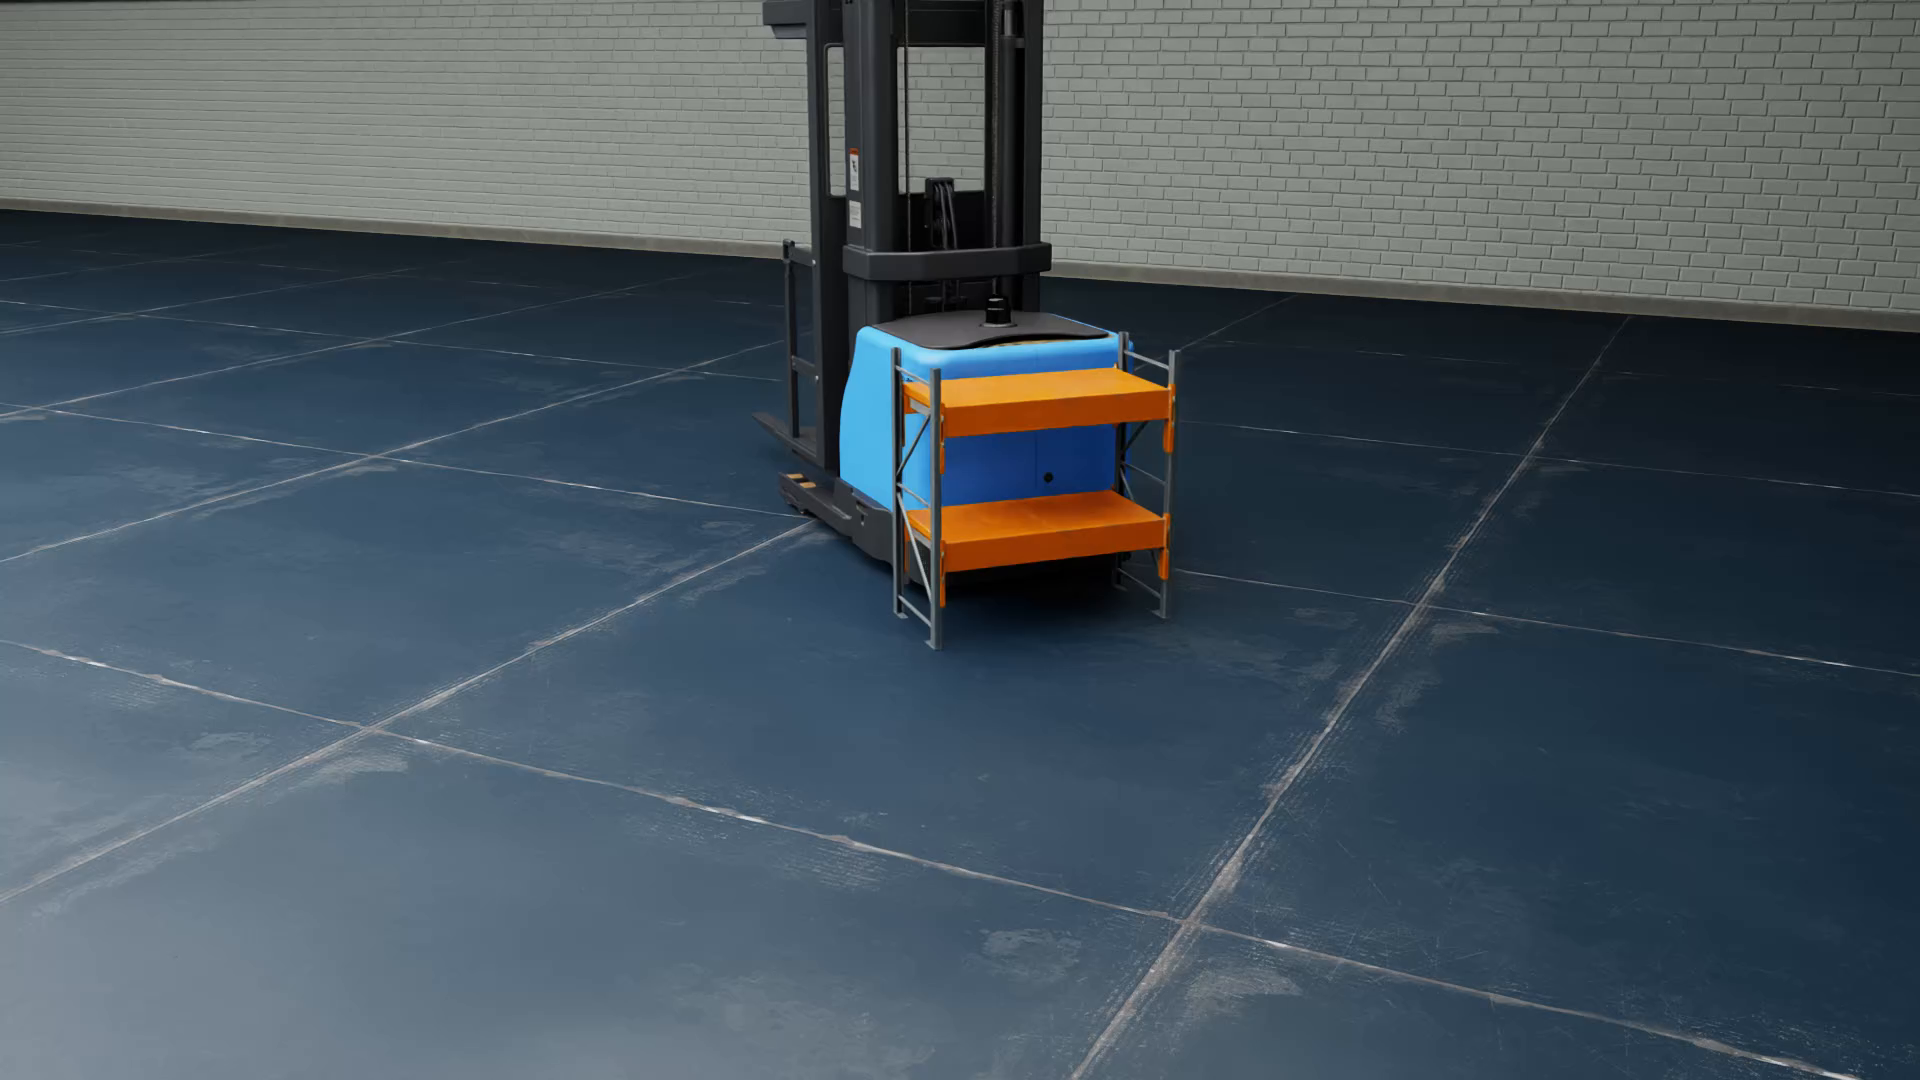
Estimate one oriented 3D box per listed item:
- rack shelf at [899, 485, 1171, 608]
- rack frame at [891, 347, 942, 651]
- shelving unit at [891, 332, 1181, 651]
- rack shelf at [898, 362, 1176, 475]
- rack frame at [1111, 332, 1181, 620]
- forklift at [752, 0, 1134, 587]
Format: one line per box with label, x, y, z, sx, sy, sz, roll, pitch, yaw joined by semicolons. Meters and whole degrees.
rack shelf;0.299;0.012;6.865;1.000;0.278;0.538;-6;18;-20
rack frame;-0.175;-0.170;6.619;0.032;1.125;0.500;-6;18;-20
shelving unit;0.299;-0.222;6.795;1.048;1.125;0.538;-6;18;-20
rack shelf;0.300;-0.503;6.711;1.000;0.278;0.538;-6;18;-20
rack frame;0.773;-0.275;6.971;0.032;1.125;0.500;-6;18;-20
forklift;-0.291;-1.580;8.196;1.130;2.935;3.031;-7;18;-23
